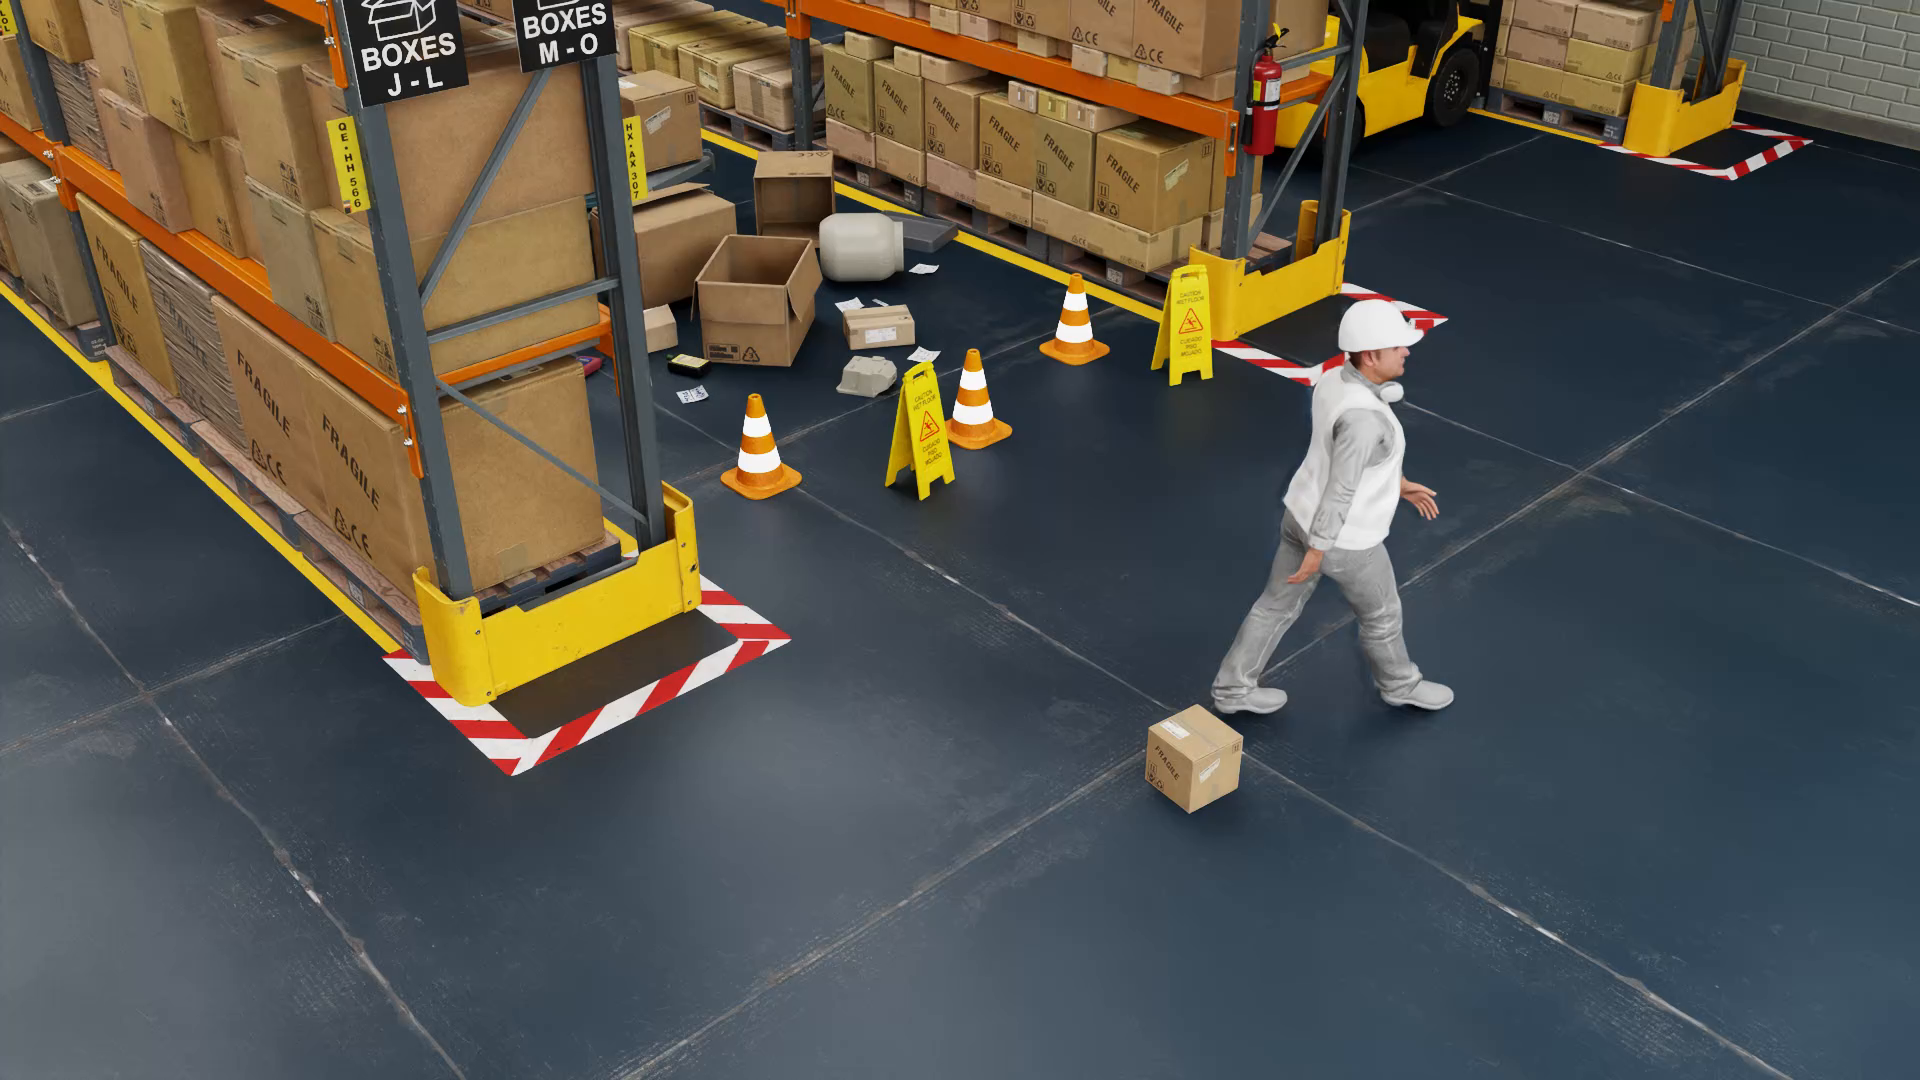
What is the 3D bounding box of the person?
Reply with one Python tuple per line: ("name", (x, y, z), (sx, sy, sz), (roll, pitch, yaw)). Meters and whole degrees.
("person", (1.478, -0.088, 6.248), (0.994, 1.726, 0.516), (-7, 32, -11))
